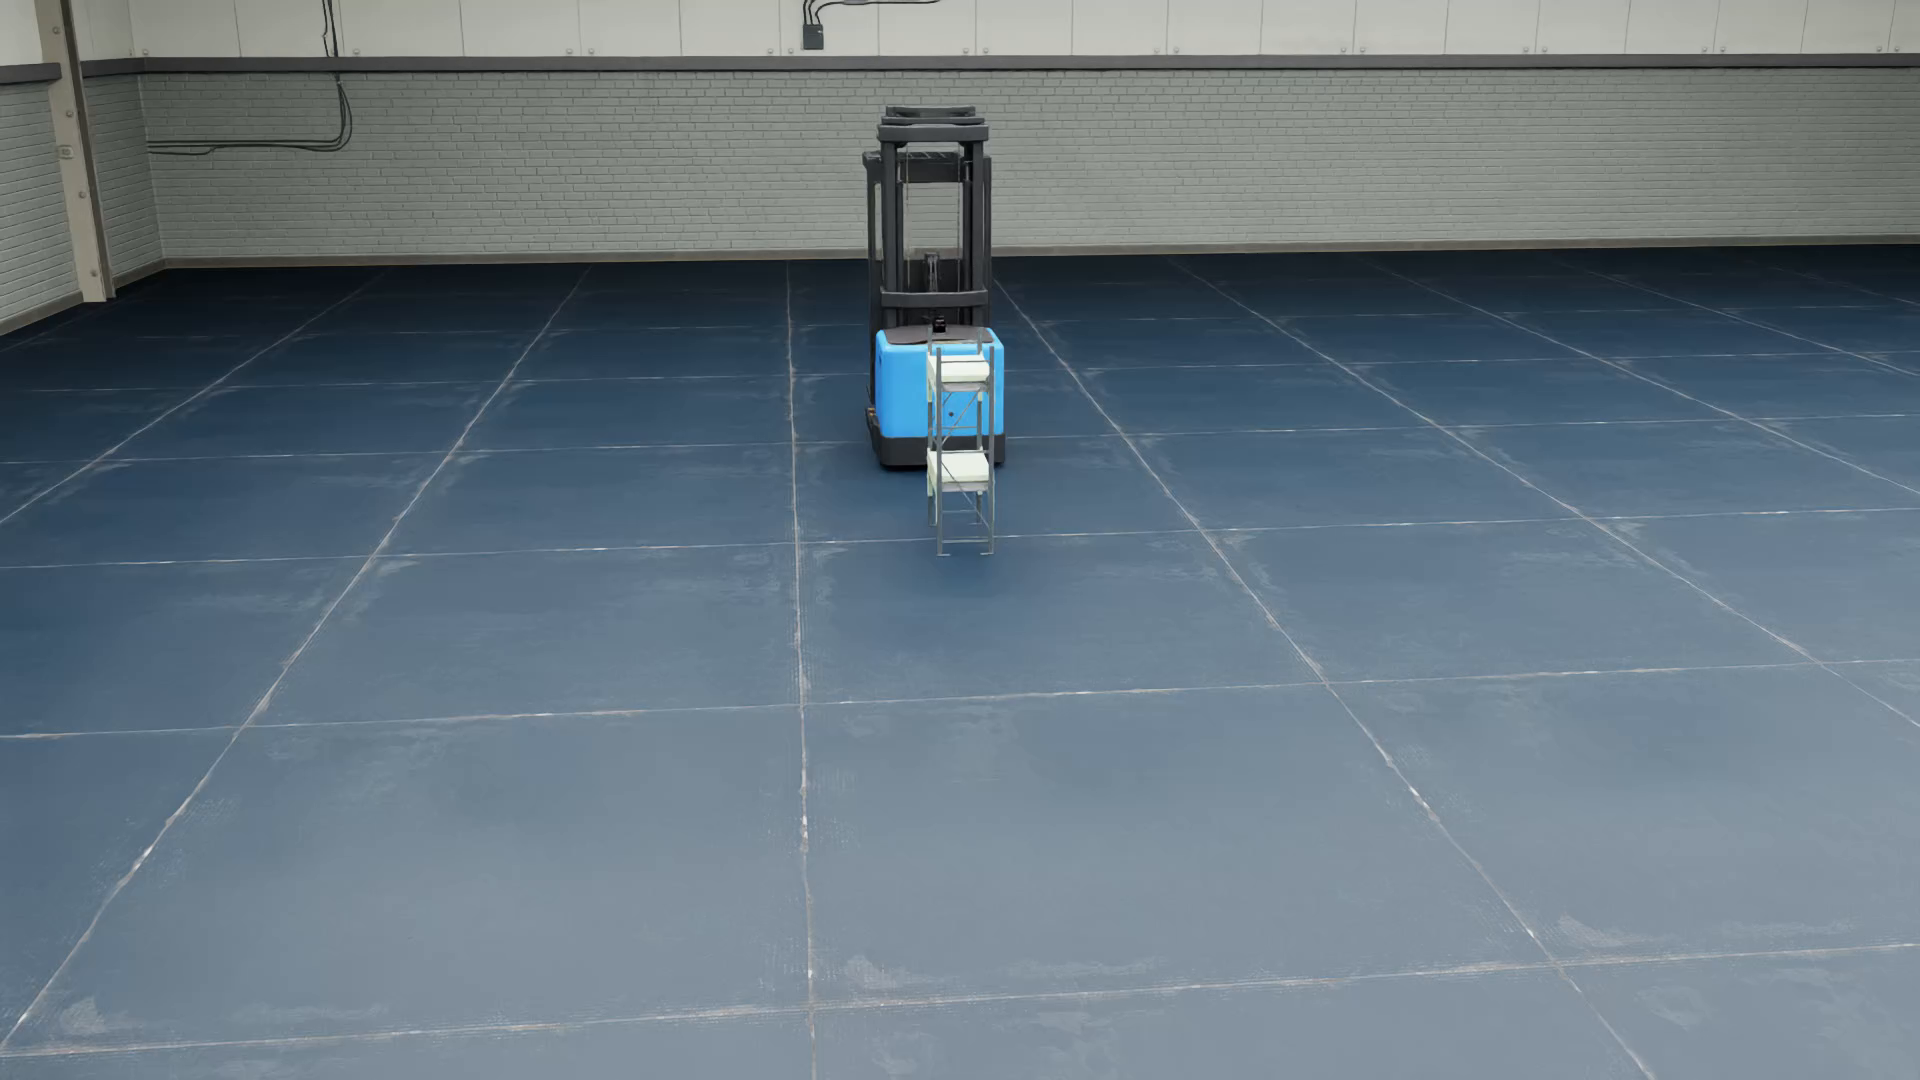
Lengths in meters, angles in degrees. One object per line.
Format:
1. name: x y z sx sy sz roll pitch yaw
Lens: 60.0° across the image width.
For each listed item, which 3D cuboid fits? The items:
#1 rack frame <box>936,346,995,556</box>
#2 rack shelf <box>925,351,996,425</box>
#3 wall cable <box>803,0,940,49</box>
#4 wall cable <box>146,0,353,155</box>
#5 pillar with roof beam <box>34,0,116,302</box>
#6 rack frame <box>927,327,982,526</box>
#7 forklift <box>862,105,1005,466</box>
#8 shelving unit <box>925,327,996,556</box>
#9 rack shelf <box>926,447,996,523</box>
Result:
1. rack frame: 0.037 -0.609 11.611 0.400 1.500 0.023 -2 18 -6
2. rack shelf: -0.001 -1.090 11.842 0.431 0.370 0.720 -2 18 -6
3. wall cable: -1.239 -10.389 24.567 2.305 6.003 0.169 -2 18 -6
4. wall cable: -10.684 -6.996 24.623 3.097 2.526 0.112 -2 18 -6
5. pillar with roof beam: -7.413 -7.692 21.655 9.100 9.000 0.400 -2 18 -6
6. rack frame: -0.038 -0.827 12.306 0.400 1.500 0.023 -2 18 -6
7. forklift: -0.296 -2.417 14.983 1.130 2.935 3.031 -2 18 -6
8. shelving unit: -0.001 -0.718 11.959 0.431 1.500 0.755 -2 18 -6
9. rack shelf: -0.001 -0.407 12.056 0.431 0.370 0.720 -2 18 -6
